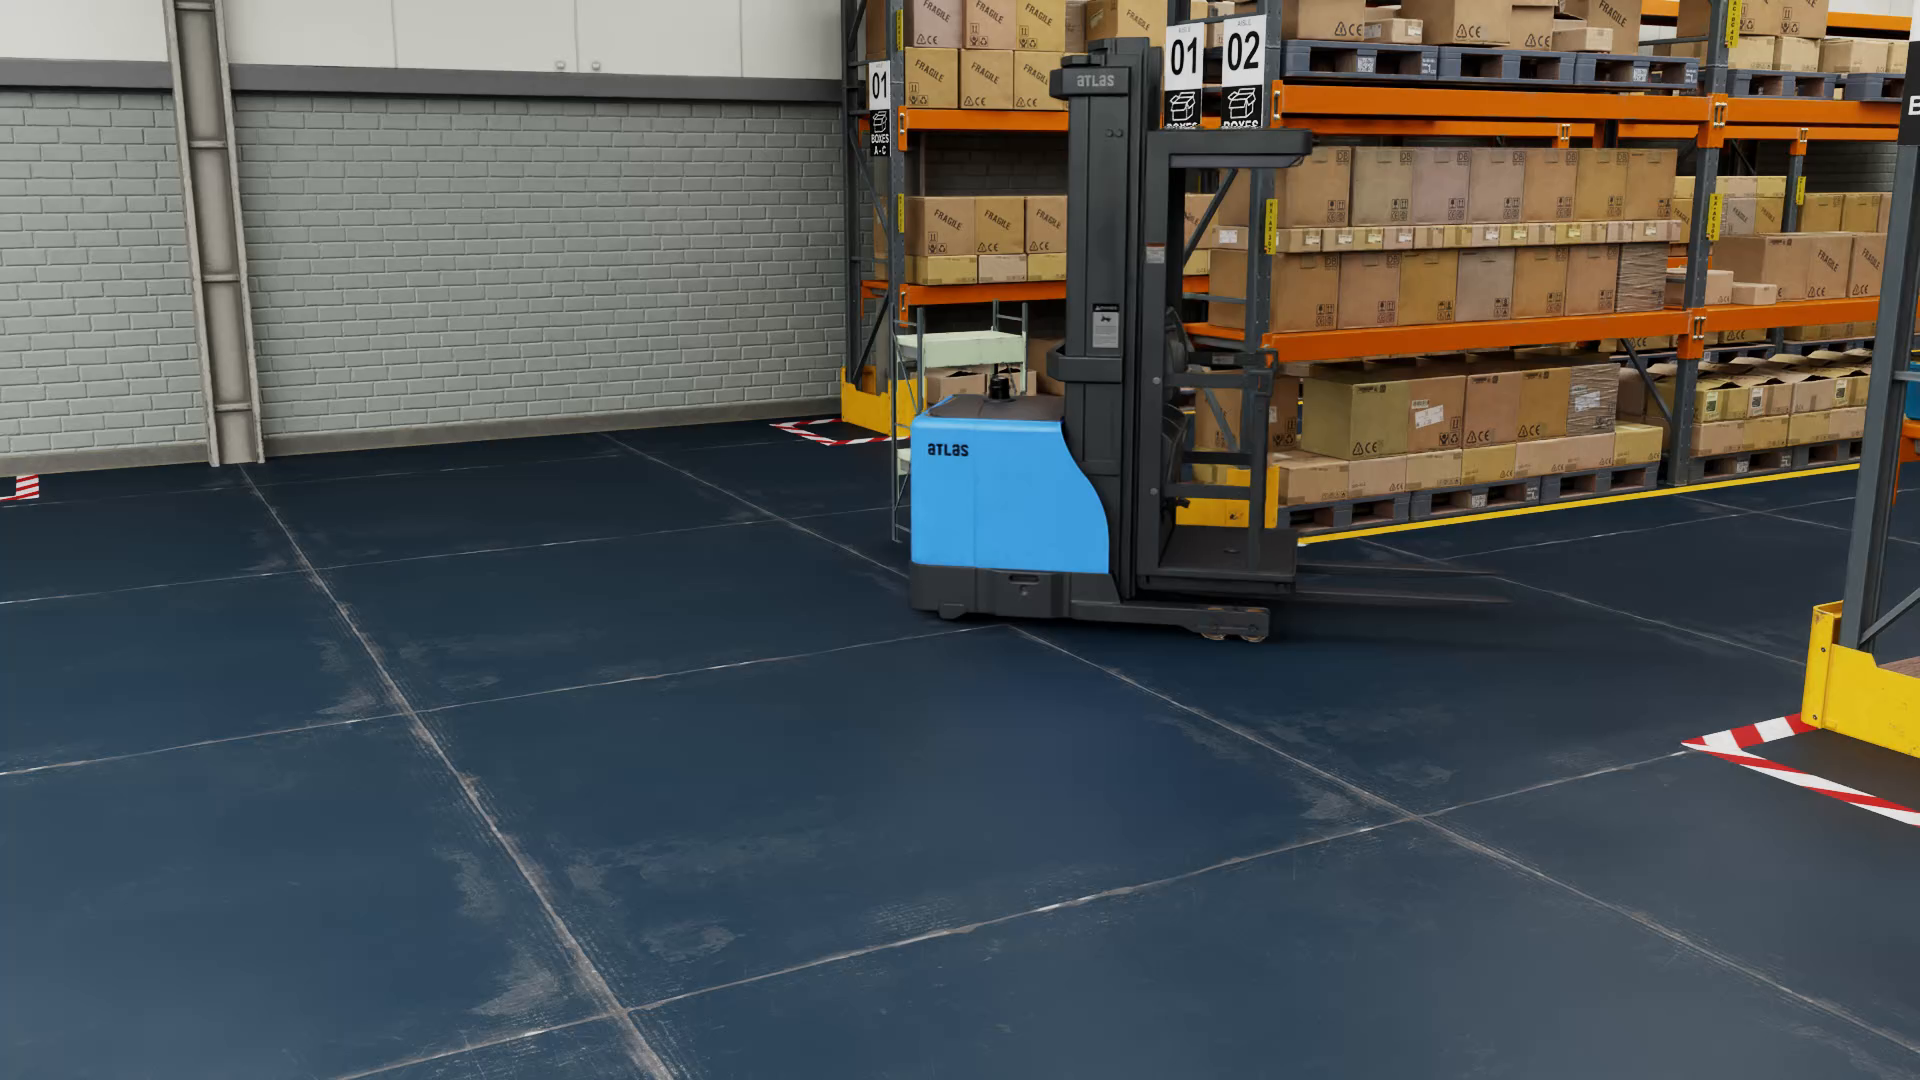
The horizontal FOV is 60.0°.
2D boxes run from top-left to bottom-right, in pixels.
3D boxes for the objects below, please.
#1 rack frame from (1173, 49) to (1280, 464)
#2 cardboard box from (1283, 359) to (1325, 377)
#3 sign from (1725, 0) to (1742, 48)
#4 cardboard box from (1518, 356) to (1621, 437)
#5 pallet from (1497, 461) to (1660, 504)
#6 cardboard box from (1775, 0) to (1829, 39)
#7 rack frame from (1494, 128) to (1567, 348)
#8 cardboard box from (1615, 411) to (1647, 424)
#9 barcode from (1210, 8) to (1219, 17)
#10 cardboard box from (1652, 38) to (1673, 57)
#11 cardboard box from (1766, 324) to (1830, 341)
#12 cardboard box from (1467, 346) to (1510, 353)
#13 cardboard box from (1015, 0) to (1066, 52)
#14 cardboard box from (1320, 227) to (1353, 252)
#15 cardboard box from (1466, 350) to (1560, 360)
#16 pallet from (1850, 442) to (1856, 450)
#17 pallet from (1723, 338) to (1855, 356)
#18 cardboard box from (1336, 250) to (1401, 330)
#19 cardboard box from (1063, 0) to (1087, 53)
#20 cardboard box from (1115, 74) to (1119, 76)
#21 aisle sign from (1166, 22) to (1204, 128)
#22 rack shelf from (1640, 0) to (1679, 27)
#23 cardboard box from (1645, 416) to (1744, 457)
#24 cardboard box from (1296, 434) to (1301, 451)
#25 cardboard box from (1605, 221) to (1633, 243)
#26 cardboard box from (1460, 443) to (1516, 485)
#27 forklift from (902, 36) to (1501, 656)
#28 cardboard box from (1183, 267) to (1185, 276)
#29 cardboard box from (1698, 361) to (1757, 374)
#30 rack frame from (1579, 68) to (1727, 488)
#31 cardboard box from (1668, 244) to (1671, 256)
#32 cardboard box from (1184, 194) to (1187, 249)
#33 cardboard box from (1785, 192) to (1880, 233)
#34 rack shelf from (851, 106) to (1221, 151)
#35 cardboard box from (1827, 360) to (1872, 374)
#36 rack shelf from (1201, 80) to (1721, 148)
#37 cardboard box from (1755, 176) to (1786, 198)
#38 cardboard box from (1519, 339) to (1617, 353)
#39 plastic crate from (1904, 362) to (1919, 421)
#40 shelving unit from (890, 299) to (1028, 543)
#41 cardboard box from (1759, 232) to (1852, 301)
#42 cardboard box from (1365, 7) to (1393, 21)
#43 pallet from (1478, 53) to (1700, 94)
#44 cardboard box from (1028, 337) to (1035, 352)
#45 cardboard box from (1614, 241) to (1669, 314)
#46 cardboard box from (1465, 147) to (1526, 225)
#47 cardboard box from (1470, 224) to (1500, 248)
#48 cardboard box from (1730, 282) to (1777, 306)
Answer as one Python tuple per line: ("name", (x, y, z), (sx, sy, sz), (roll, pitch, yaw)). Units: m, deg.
("rack frame", (1.610, -1.532, 10.583), (0.127, 3.000, 1.000), (-7, 14, -28))
("cardboard box", (3.382, -1.982, 17.278), (0.500, 0.500, 0.700), (-6, 14, -26))
("sign", (5.388, -3.600, 11.584), (0.005, 0.325, 0.100), (-7, 14, -28))
("cardboard box", (4.374, -1.040, 11.999), (0.500, 0.500, 0.500), (-7, 14, -28))
("pallet", (4.402, -0.517, 12.423), (1.213, 0.211, 1.003), (-7, 14, -28))
("cardboard box", (6.170, -4.035, 12.552), (0.500, 0.500, 0.500), (-5, 14, -22))
("rack frame", (6.255, -3.328, 18.563), (0.127, 3.000, 1.000), (-7, 14, -28))
("cardboard box", (5.346, -0.915, 13.151), (0.500, 0.250, 0.500), (-7, 14, -28))
("barcode", (1.643, -3.403, 10.744), (0.075, 0.075, 0.001), (-7, 14, -28))
("cardboard box", (8.453, -5.713, 19.392), (0.500, 0.250, 0.500), (-7, 15, -30))
("cardboard box", (10.471, -2.793, 20.923), (0.500, 0.500, 0.700), (-7, 14, -27))
("cardboard box", (5.648, -2.237, 18.408), (0.500, 0.500, 0.700), (-7, 14, -27))
("cardboard box", (0.596, -4.588, 14.784), (0.500, 0.500, 0.500), (-6, 14, -26))
("cardboard box", (2.288, -1.925, 10.626), (0.250, 0.149, 0.380), (-7, 15, -29))
("cardboard box", (4.128, -1.139, 12.437), (0.500, 0.500, 0.500), (-7, 14, -28))
("pallet", (7.890, -0.934, 14.278), (1.213, 0.211, 1.003), (-7, 14, -28))
("pallet", (10.470, -2.453, 21.027), (1.213, 0.211, 1.003), (-7, 14, -28))
("cardboard box", (2.484, -1.683, 11.029), (0.500, 0.500, 0.700), (-6, 14, -26))
("cardboard box", (0.848, -4.750, 15.501), (0.500, 0.500, 0.500), (-7, 14, -28))
("cardboard box", (1.501, -4.212, 15.386), (0.500, 0.500, 0.500), (-7, 15, -30))
("aisle sign", (1.411, -2.850, 10.519), (0.004, 0.787, 0.394), (-7, 14, -28))
("rack shelf", (8.010, -5.919, 18.962), (4.000, 0.370, 1.077), (-7, 14, -28))
("cardboard box", (5.593, -0.811, 12.685), (0.500, 0.250, 0.500), (-7, 15, -29))
("cardboard box", (2.372, -0.563, 11.587), (0.500, 0.250, 0.500), (-7, 14, -28))
("cardboard box", (4.538, -2.194, 11.822), (0.250, 0.149, 0.380), (-7, 15, -30))
("cardboard box", (3.504, -0.566, 11.599), (0.500, 0.250, 0.500), (-7, 14, -28))
("forklift", (1.188, -0.996, 8.358), (3.031, 2.935, 1.130), (9, 15, 33))
("cardboard box", (2.032, -2.684, 16.001), (0.500, 0.250, 0.500), (-7, 14, -28))
("cardboard box", (6.231, -1.295, 13.562), (0.500, 0.311, 0.500), (-7, 14, -28))
("rack frame", (5.120, -1.952, 12.453), (0.127, 3.000, 1.000), (-7, 14, -28))
("cardboard box", (7.996, -3.368, 19.270), (0.250, 0.149, 0.380), (-7, 14, -28))
("cardboard box", (2.042, -3.046, 15.901), (0.500, 0.500, 0.500), (-7, 14, -28))
("cardboard box", (10.893, -4.024, 20.976), (0.700, 0.700, 0.980), (-7, 15, -29))
("rack shelf", (0.988, -3.809, 15.508), (4.000, 0.370, 1.077), (-7, 14, -28))
("cardboard box", (7.392, -1.299, 13.579), (0.500, 0.311, 0.500), (-7, 14, -28))
("rack shelf", (3.365, -2.855, 11.268), (4.000, 0.370, 1.077), (-7, 14, -28))
("cardboard box", (9.478, -4.219, 19.867), (0.500, 0.250, 0.500), (-6, 14, -26))
("cardboard box", (6.963, -2.536, 18.984), (0.750, 0.750, 0.750), (-7, 14, -29))
("plastic crate", (4.276, -0.614, 6.846), (0.616, 0.251, 0.499), (-7, 14, -28))
("shelving unit", (-0.006, -0.731, 10.441), (0.755, 1.500, 0.431), (-7, 14, -28))
("cardboard box", (6.704, -2.187, 13.267), (0.500, 0.500, 0.500), (-7, 14, -28))
("cardboard box", (2.494, -3.367, 10.973), (0.500, 0.250, 0.500), (-7, 14, -28))
("pallet", (4.384, -3.278, 11.713), (1.213, 0.211, 1.003), (-7, 14, -28))
("cardboard box", (1.051, -1.664, 15.862), (0.500, 0.500, 0.700), (-8, 15, -31))
("cardboard box", (4.734, -1.953, 12.229), (0.500, 0.500, 0.700), (-7, 15, -29))
("cardboard box", (3.413, -2.428, 11.383), (0.500, 0.500, 0.700), (-7, 14, -28))
("cardboard box", (3.407, -2.058, 11.218), (0.250, 0.149, 0.380), (-7, 14, -27))
("cardboard box", (5.996, -1.884, 12.720), (0.250, 0.149, 0.380), (-7, 14, -28))
